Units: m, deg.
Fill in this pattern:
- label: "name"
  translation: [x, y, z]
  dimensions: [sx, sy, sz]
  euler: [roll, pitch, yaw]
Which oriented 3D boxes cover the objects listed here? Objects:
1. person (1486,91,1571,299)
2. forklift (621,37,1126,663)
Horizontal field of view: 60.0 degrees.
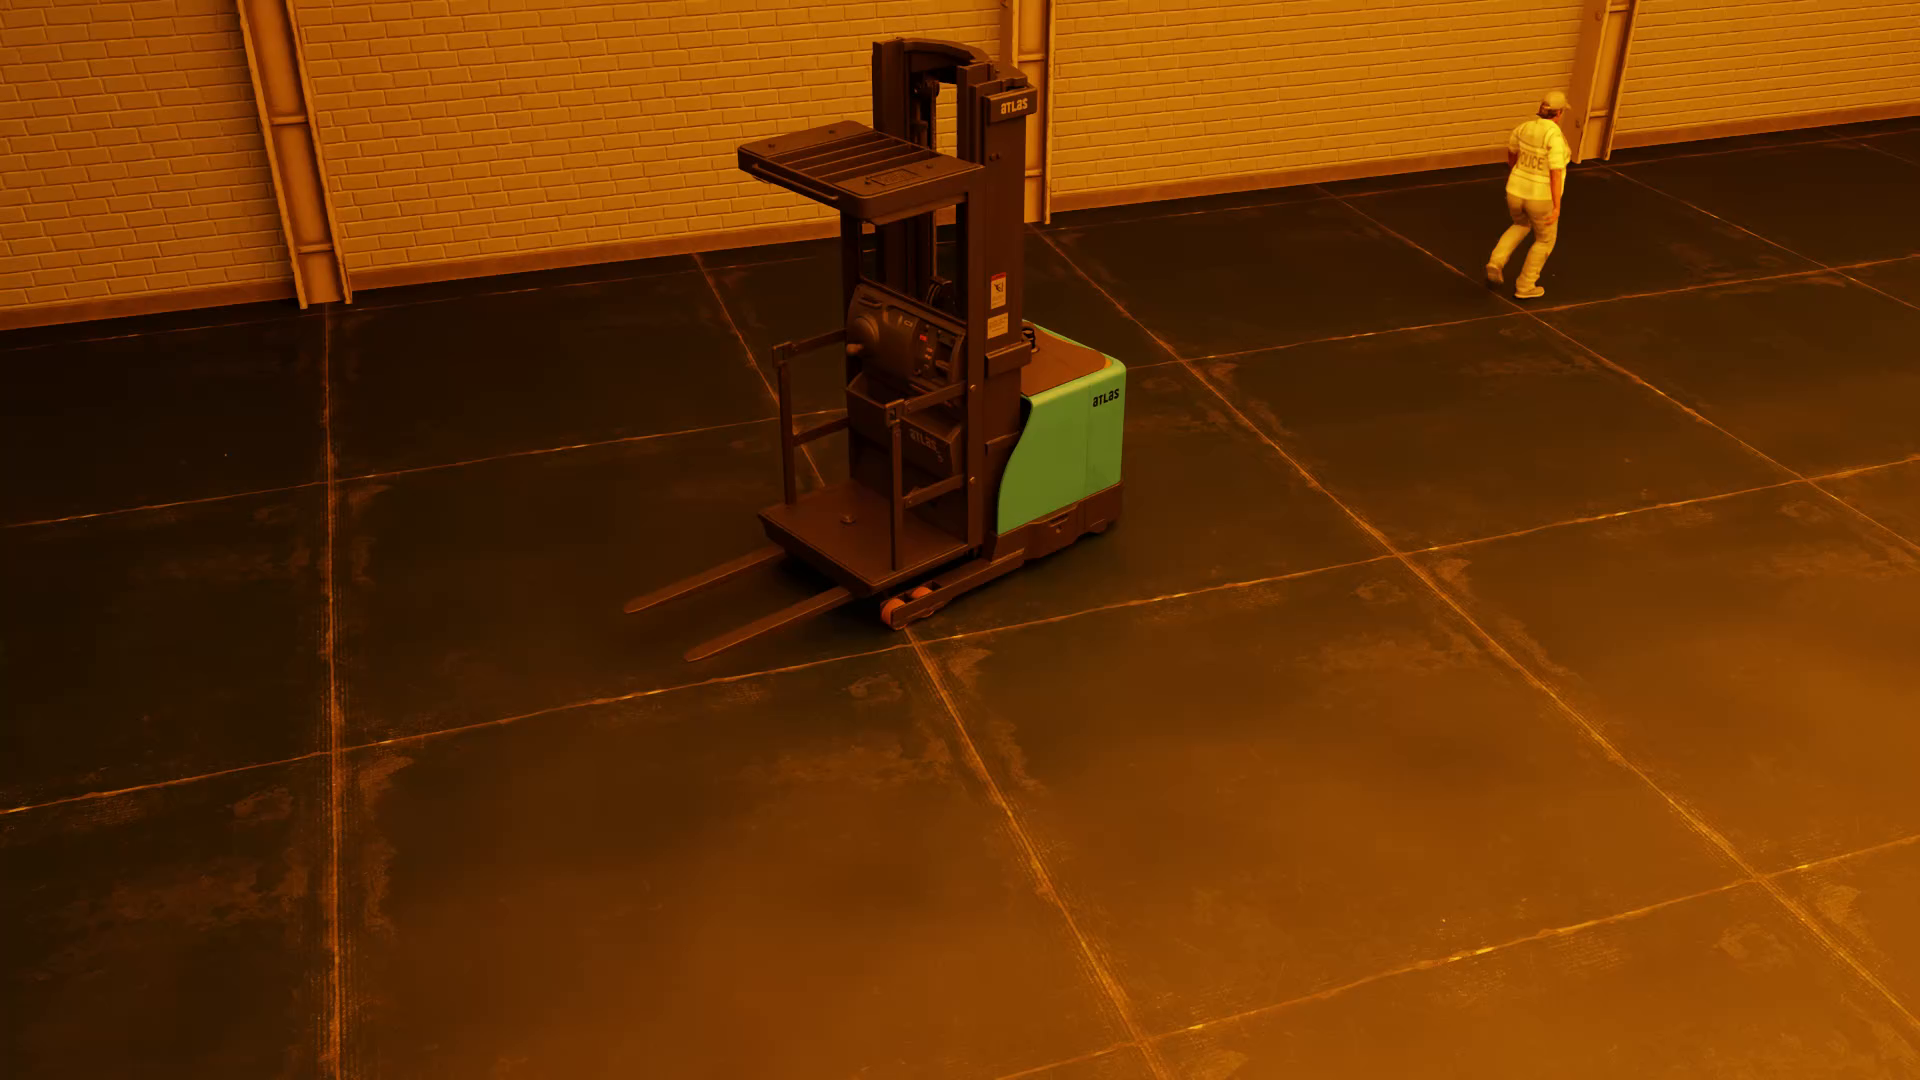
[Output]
- label: "person"
  translation: [4.534, -2.719, 13.109]
  dimensions: [0.457, 1.645, 0.651]
  euler: [-18, 34, -28]
- label: "forklift"
  translation: [-0.461, -1.072, 8.951]
  dimensions: [3.031, 2.935, 1.130]
  euler: [-23, 37, -34]
